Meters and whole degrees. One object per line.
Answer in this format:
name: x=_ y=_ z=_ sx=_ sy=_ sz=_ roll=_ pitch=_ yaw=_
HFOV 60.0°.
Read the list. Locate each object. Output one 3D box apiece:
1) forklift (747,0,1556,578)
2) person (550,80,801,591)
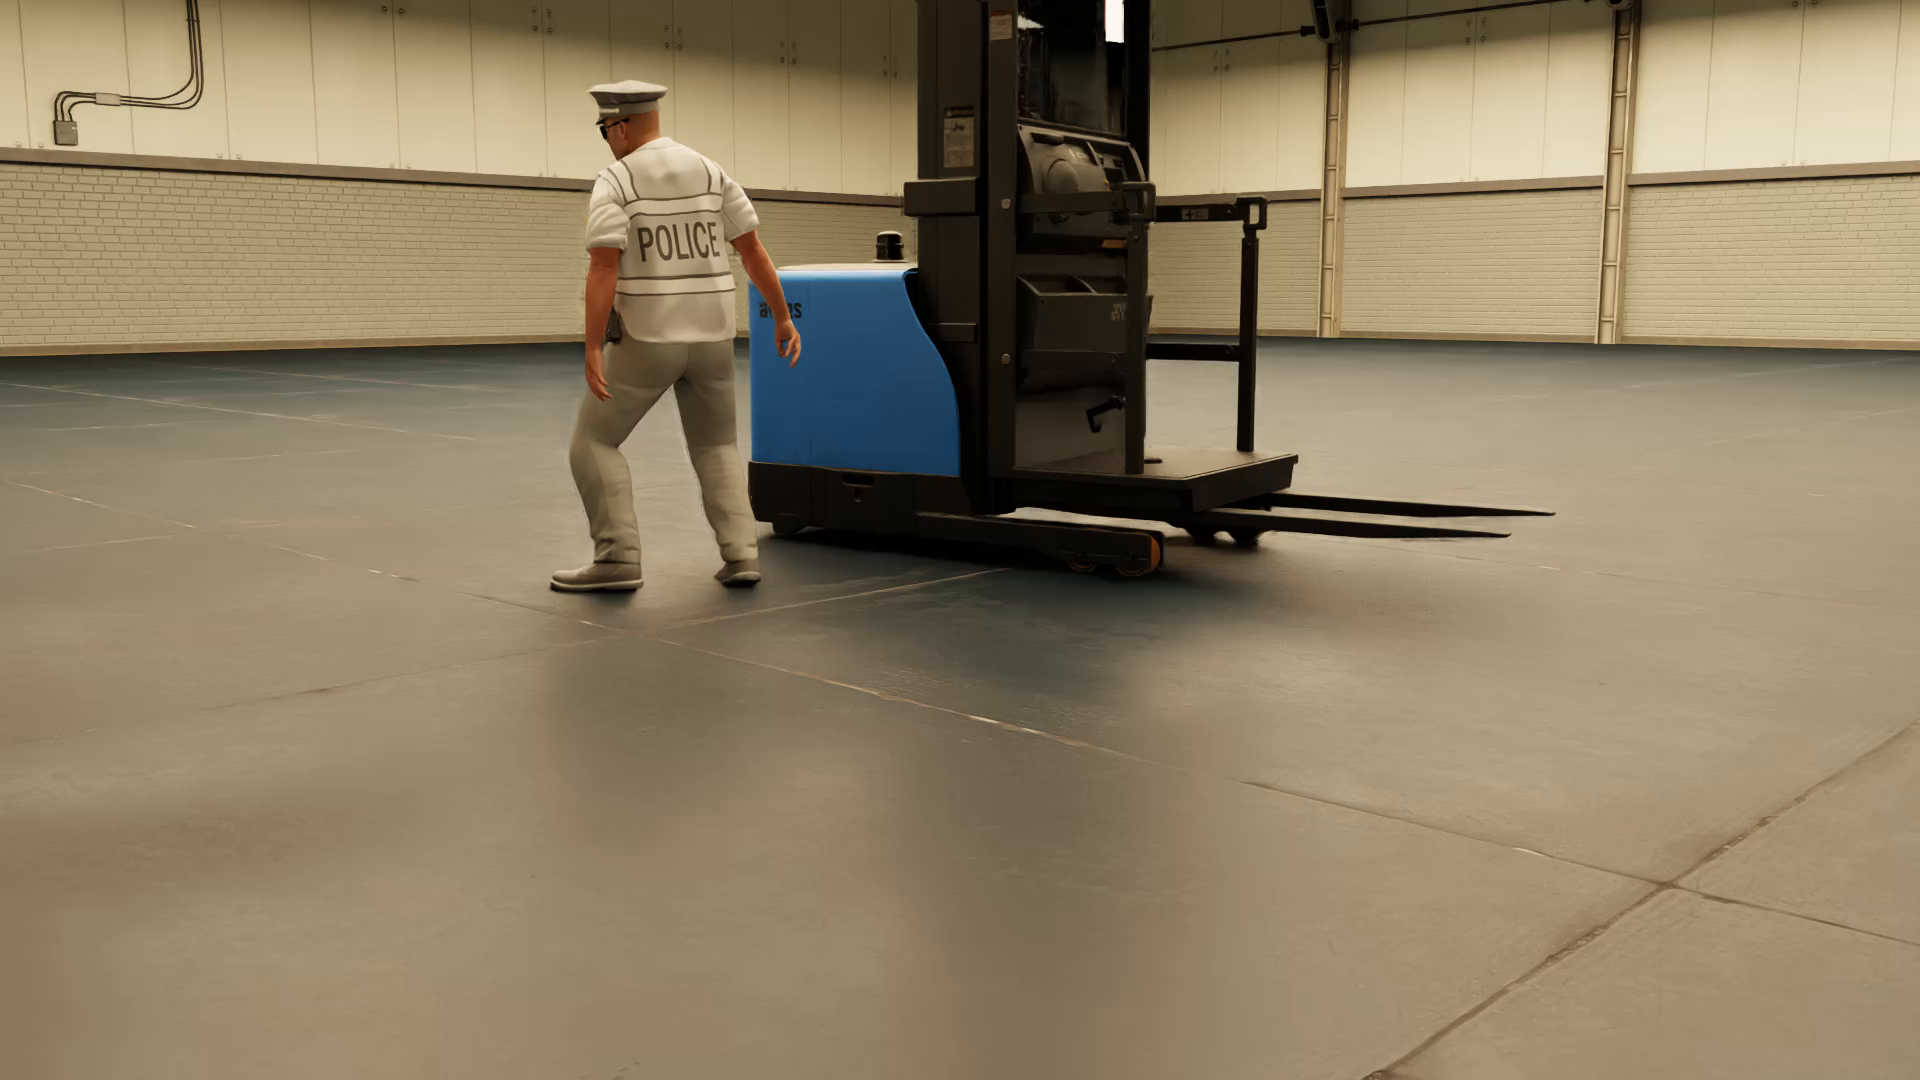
forklift: x=0.651 y=-1.407 z=6.216 sx=3.031 sy=2.935 sz=1.130 roll=5 pitch=10 yaw=32
person: x=-0.954 y=-0.667 z=5.635 sx=0.878 sy=1.733 sz=0.461 roll=-6 pitch=10 yaw=-33
